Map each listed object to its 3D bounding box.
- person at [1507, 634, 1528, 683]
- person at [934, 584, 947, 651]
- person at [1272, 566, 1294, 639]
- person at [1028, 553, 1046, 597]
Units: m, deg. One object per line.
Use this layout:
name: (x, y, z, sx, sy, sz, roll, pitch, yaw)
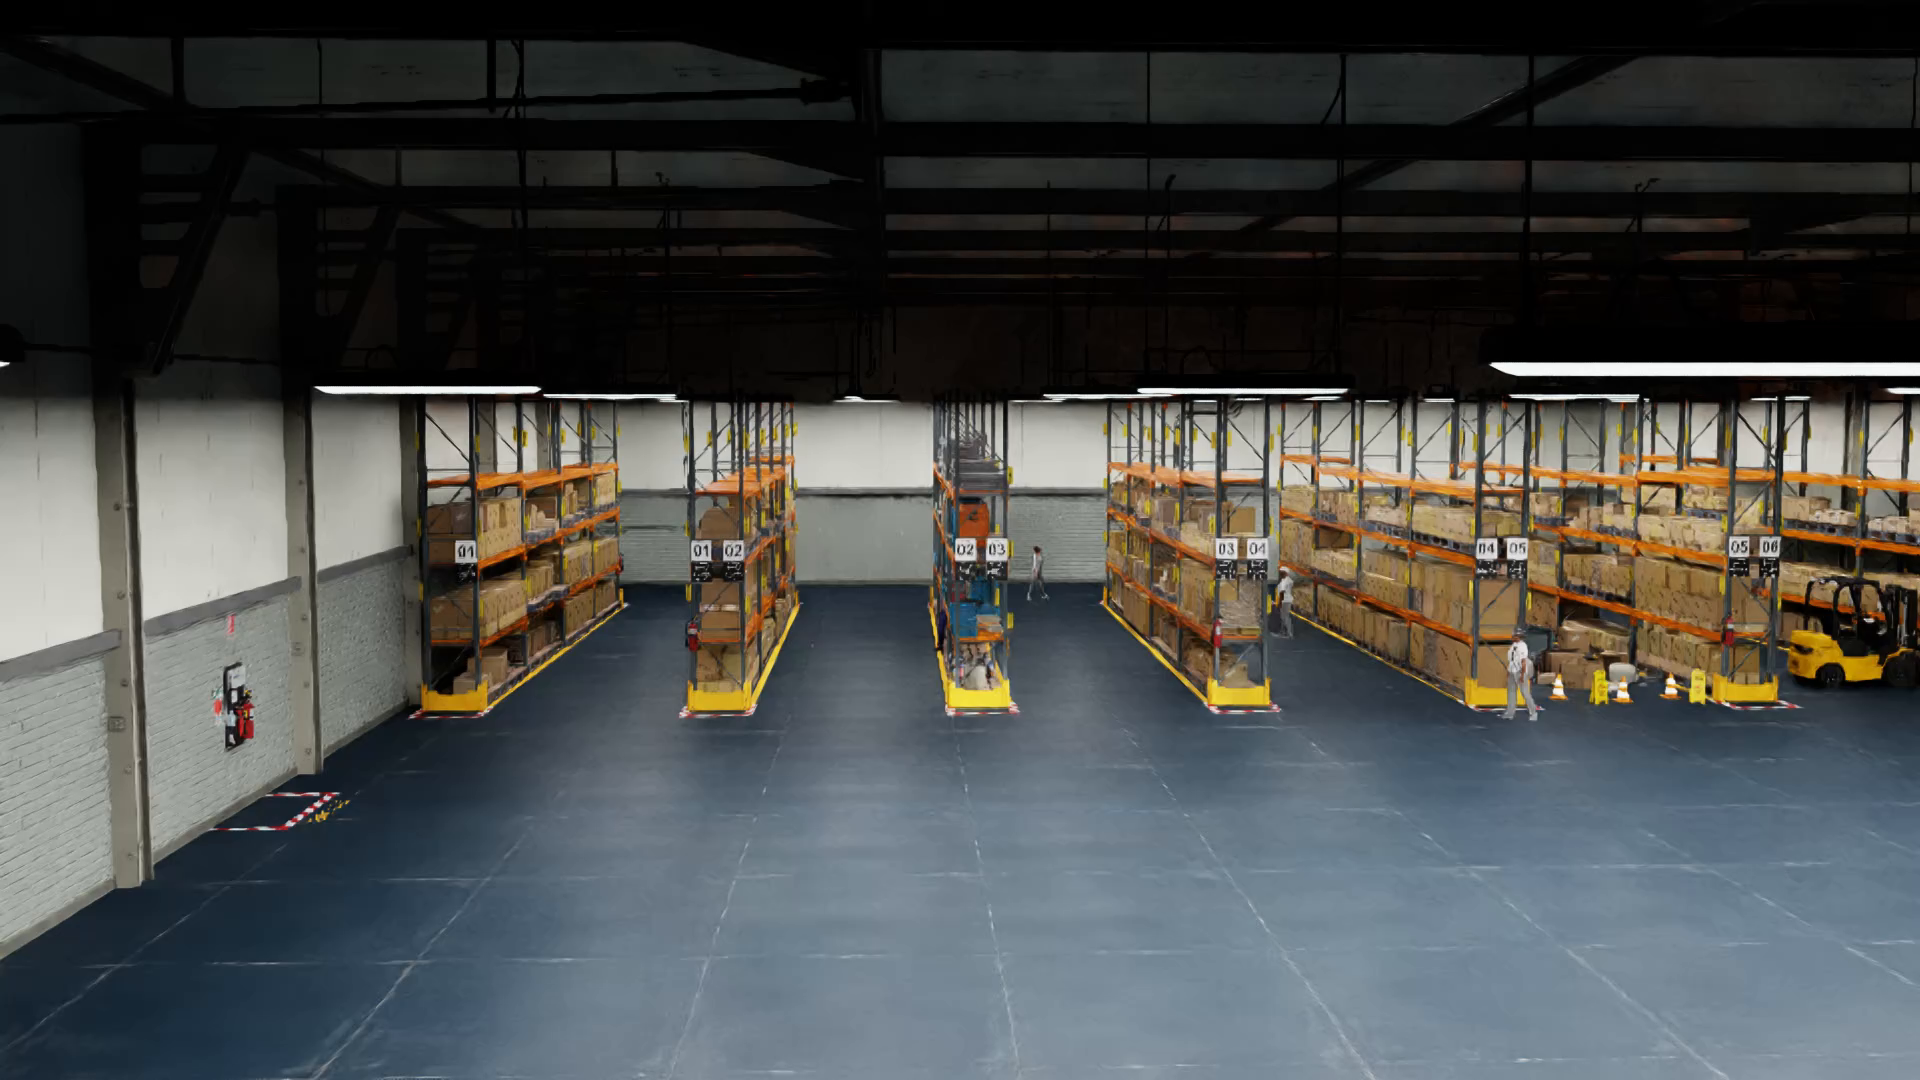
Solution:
person: (10.137, 2.103, 30.268, 0.336, 0.991, 0.622, -1, 5, -8)
person: (6.638, 1.821, 37.730, 13.916, 1.671, 4.303, 2, 5, 19)
person: (7.898, 1.515, 40.627, 0.591, 1.763, 0.685, 2, 5, 22)
person: (2.236, 1.023, 48.771, 0.423, 1.303, 0.502, 3, 6, 32)
